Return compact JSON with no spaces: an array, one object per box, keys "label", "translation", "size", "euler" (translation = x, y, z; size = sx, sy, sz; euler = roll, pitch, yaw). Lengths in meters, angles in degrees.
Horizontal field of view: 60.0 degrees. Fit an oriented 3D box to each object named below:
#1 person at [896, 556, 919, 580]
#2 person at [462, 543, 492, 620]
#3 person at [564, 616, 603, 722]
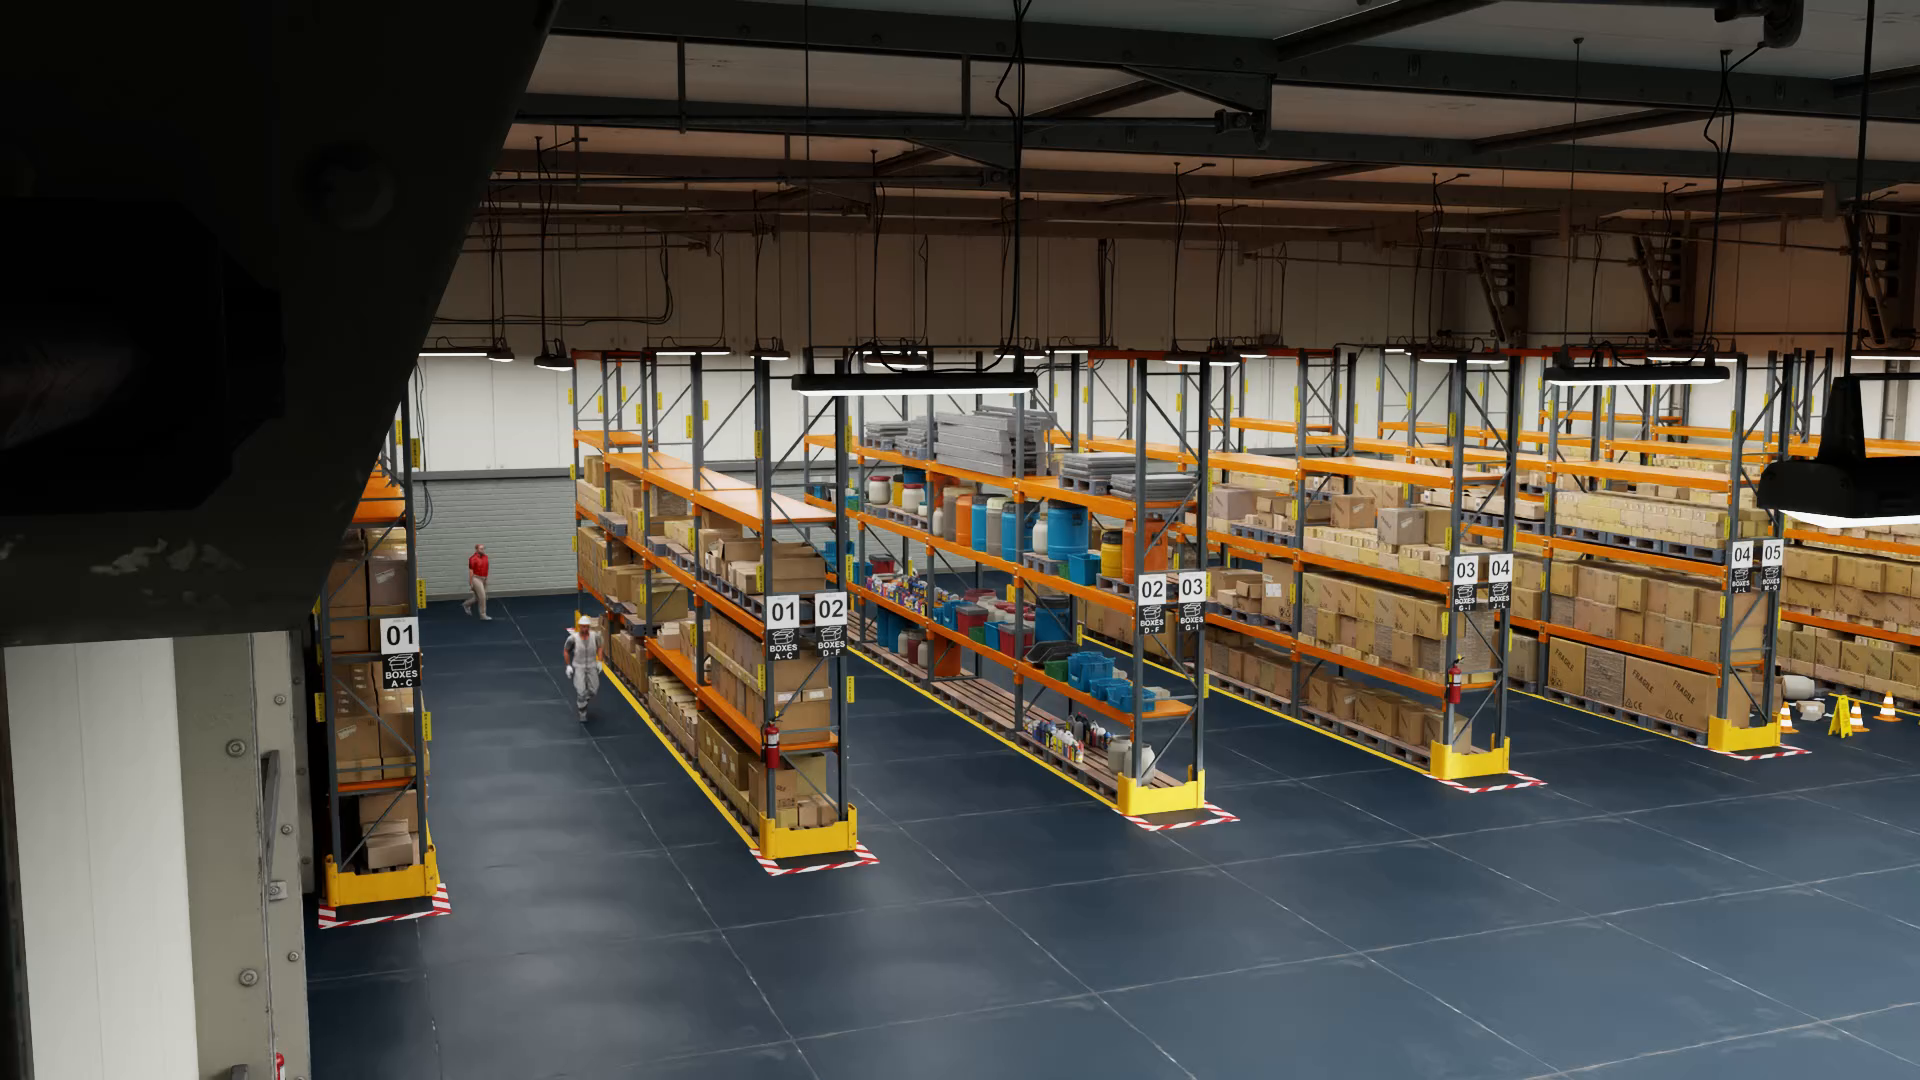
[{"label":"person","translation":[-1.089,1.137,35.211],"size":[0.495,1.611,1.016],"euler":[-5,9,-36]},{"label":"person","translation":[-10.701,0.903,36.829],"size":[0.874,1.687,0.538],"euler":[2,7,17]},{"label":"person","translation":[-6.182,2.089,27.271],"size":[0.631,1.749,0.676],"euler":[-4,8,-26]}]
